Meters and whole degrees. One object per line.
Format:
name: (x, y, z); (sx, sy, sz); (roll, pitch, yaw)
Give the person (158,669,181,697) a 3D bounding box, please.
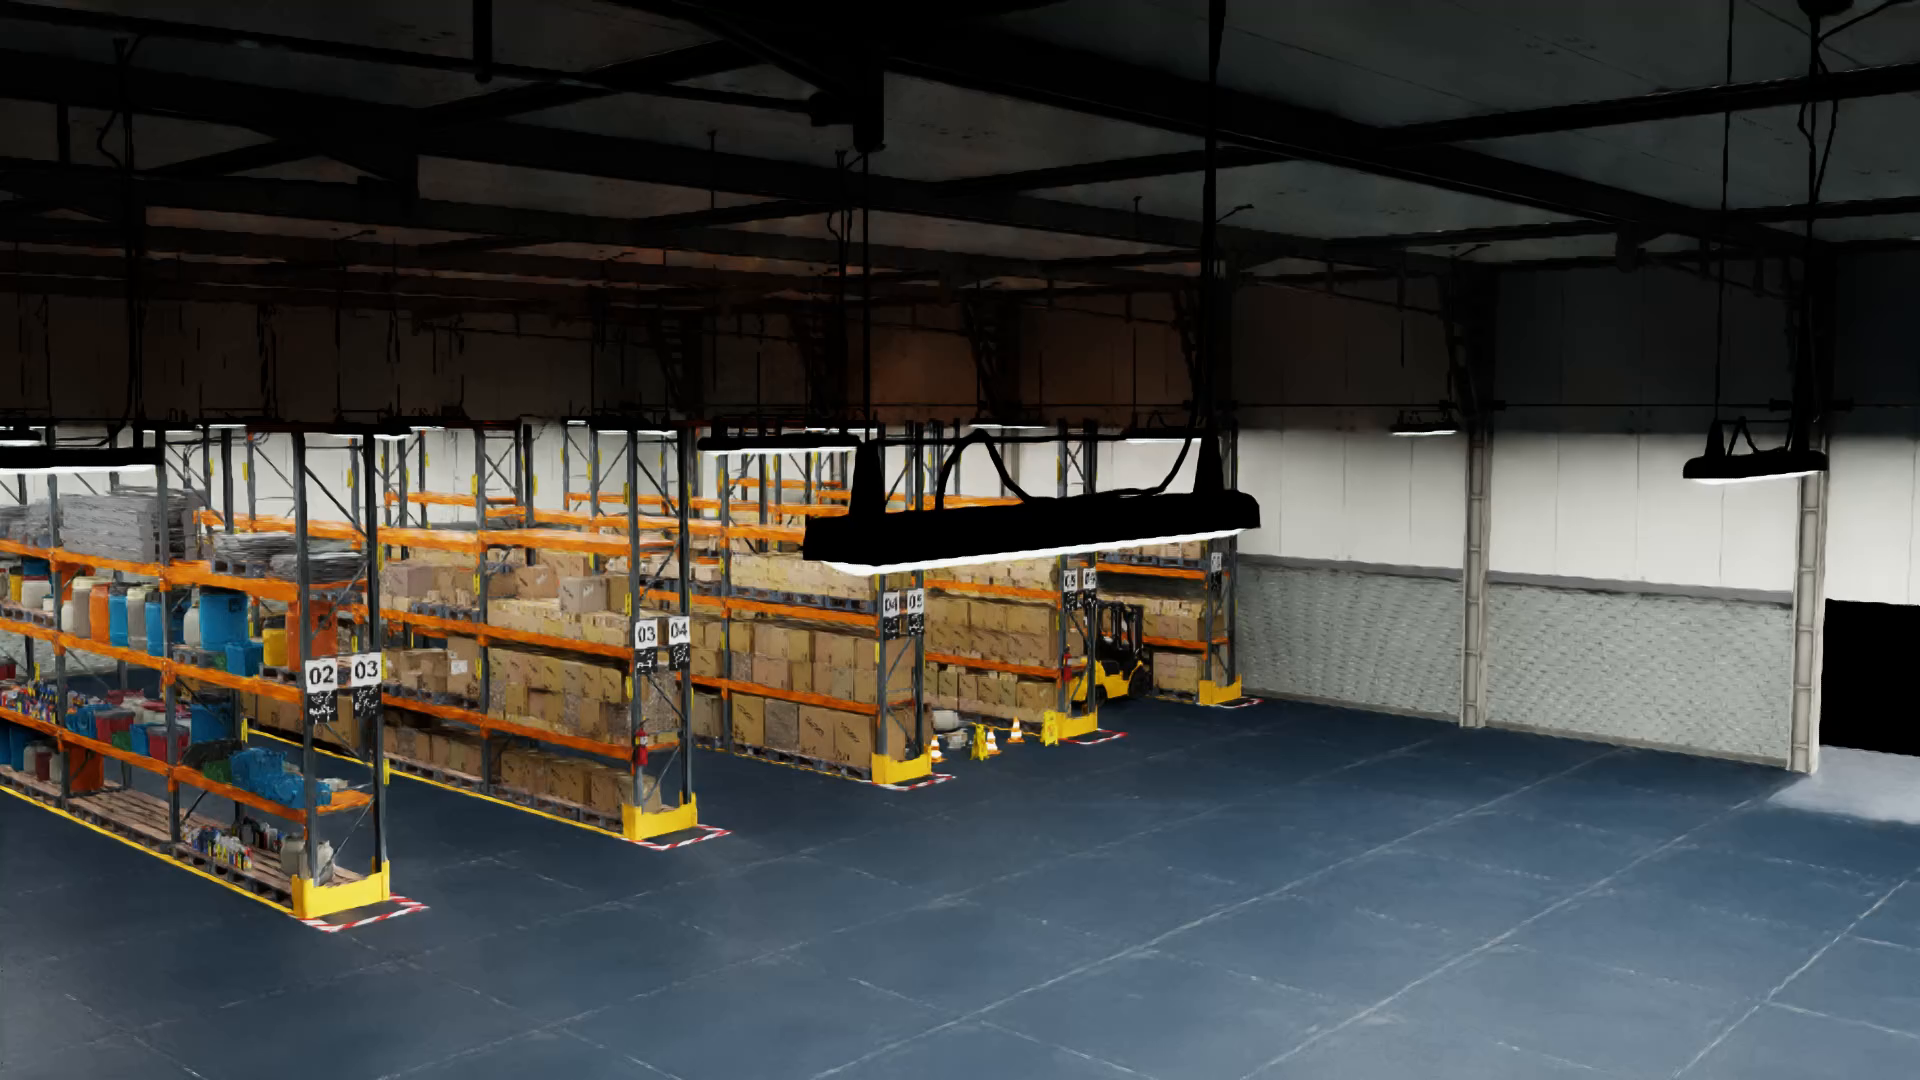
person: (-17.069, 2.541, 36.084); (0.596, 1.659, 0.582); (0, 5, -2)
